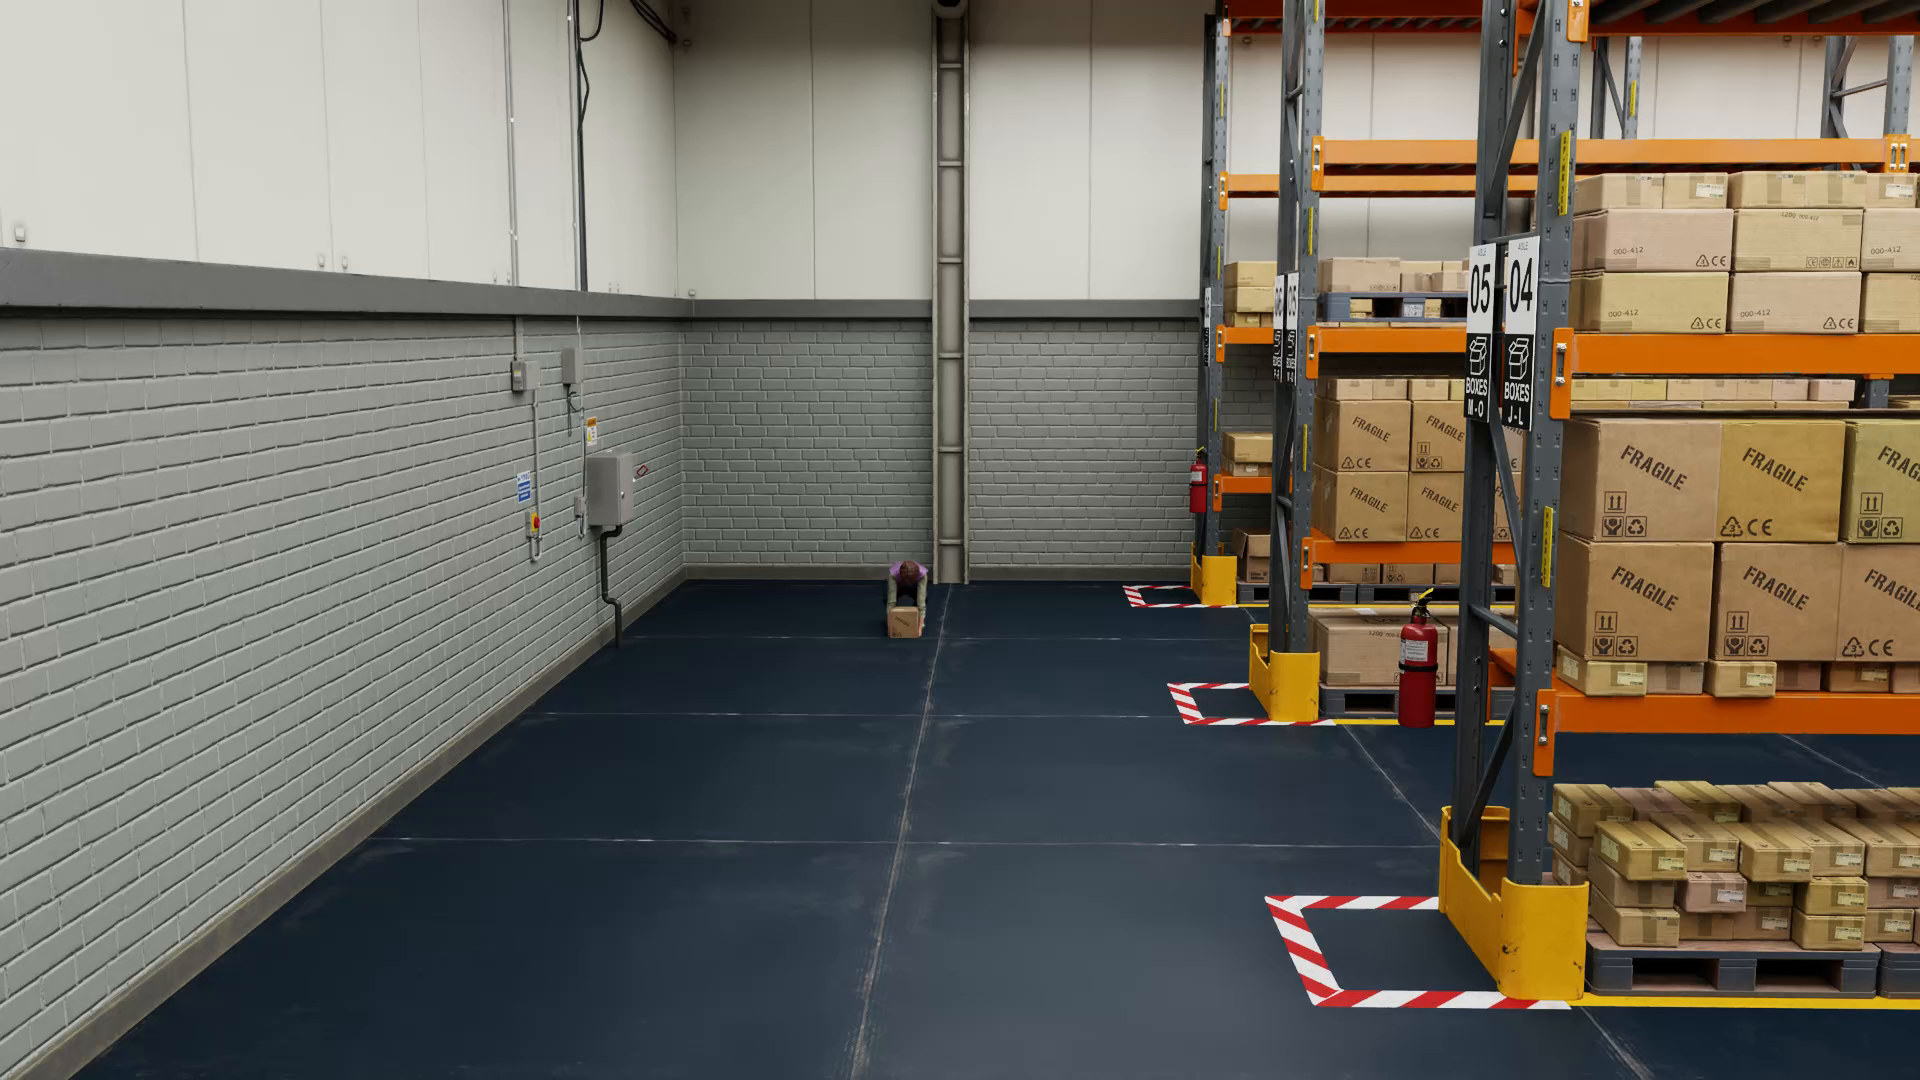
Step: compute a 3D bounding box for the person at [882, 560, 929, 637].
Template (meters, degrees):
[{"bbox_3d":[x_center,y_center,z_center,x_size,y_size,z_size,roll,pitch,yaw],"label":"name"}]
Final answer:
[{"bbox_3d":[-0.505,0.525,15.538,0.432,0.767,0.835,0,7,1],"label":"person"}]
